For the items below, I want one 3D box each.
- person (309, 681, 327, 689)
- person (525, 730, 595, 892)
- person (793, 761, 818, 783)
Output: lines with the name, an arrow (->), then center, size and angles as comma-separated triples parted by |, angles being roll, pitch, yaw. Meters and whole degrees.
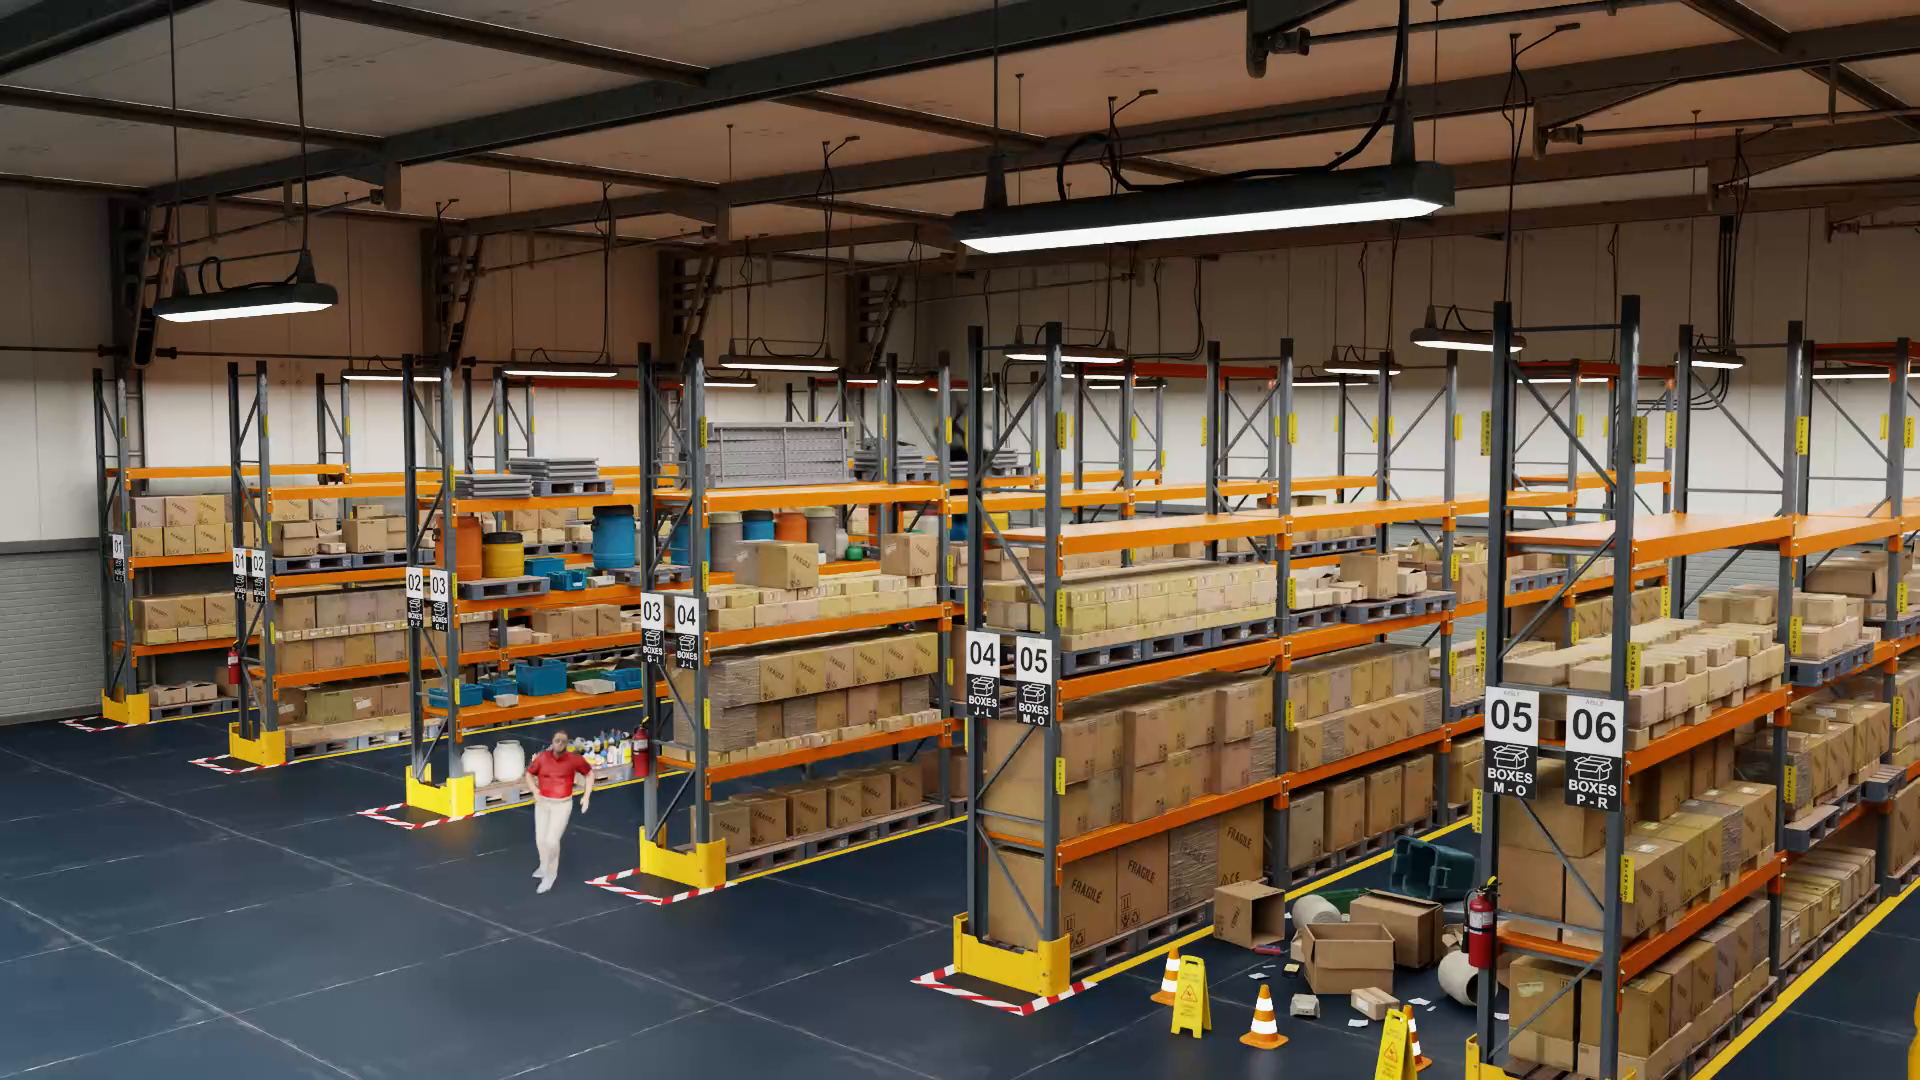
person -> -10.573, 2.325, 27.402 | 0.531, 1.607, 0.824 | 3, 5, 31
person -> -4.439, 2.978, 18.362 | 0.726, 1.772, 0.670 | 0, 4, 7
person -> -2.158, 2.671, 22.858 | 0.558, 1.634, 0.589 | 2, 5, 28
